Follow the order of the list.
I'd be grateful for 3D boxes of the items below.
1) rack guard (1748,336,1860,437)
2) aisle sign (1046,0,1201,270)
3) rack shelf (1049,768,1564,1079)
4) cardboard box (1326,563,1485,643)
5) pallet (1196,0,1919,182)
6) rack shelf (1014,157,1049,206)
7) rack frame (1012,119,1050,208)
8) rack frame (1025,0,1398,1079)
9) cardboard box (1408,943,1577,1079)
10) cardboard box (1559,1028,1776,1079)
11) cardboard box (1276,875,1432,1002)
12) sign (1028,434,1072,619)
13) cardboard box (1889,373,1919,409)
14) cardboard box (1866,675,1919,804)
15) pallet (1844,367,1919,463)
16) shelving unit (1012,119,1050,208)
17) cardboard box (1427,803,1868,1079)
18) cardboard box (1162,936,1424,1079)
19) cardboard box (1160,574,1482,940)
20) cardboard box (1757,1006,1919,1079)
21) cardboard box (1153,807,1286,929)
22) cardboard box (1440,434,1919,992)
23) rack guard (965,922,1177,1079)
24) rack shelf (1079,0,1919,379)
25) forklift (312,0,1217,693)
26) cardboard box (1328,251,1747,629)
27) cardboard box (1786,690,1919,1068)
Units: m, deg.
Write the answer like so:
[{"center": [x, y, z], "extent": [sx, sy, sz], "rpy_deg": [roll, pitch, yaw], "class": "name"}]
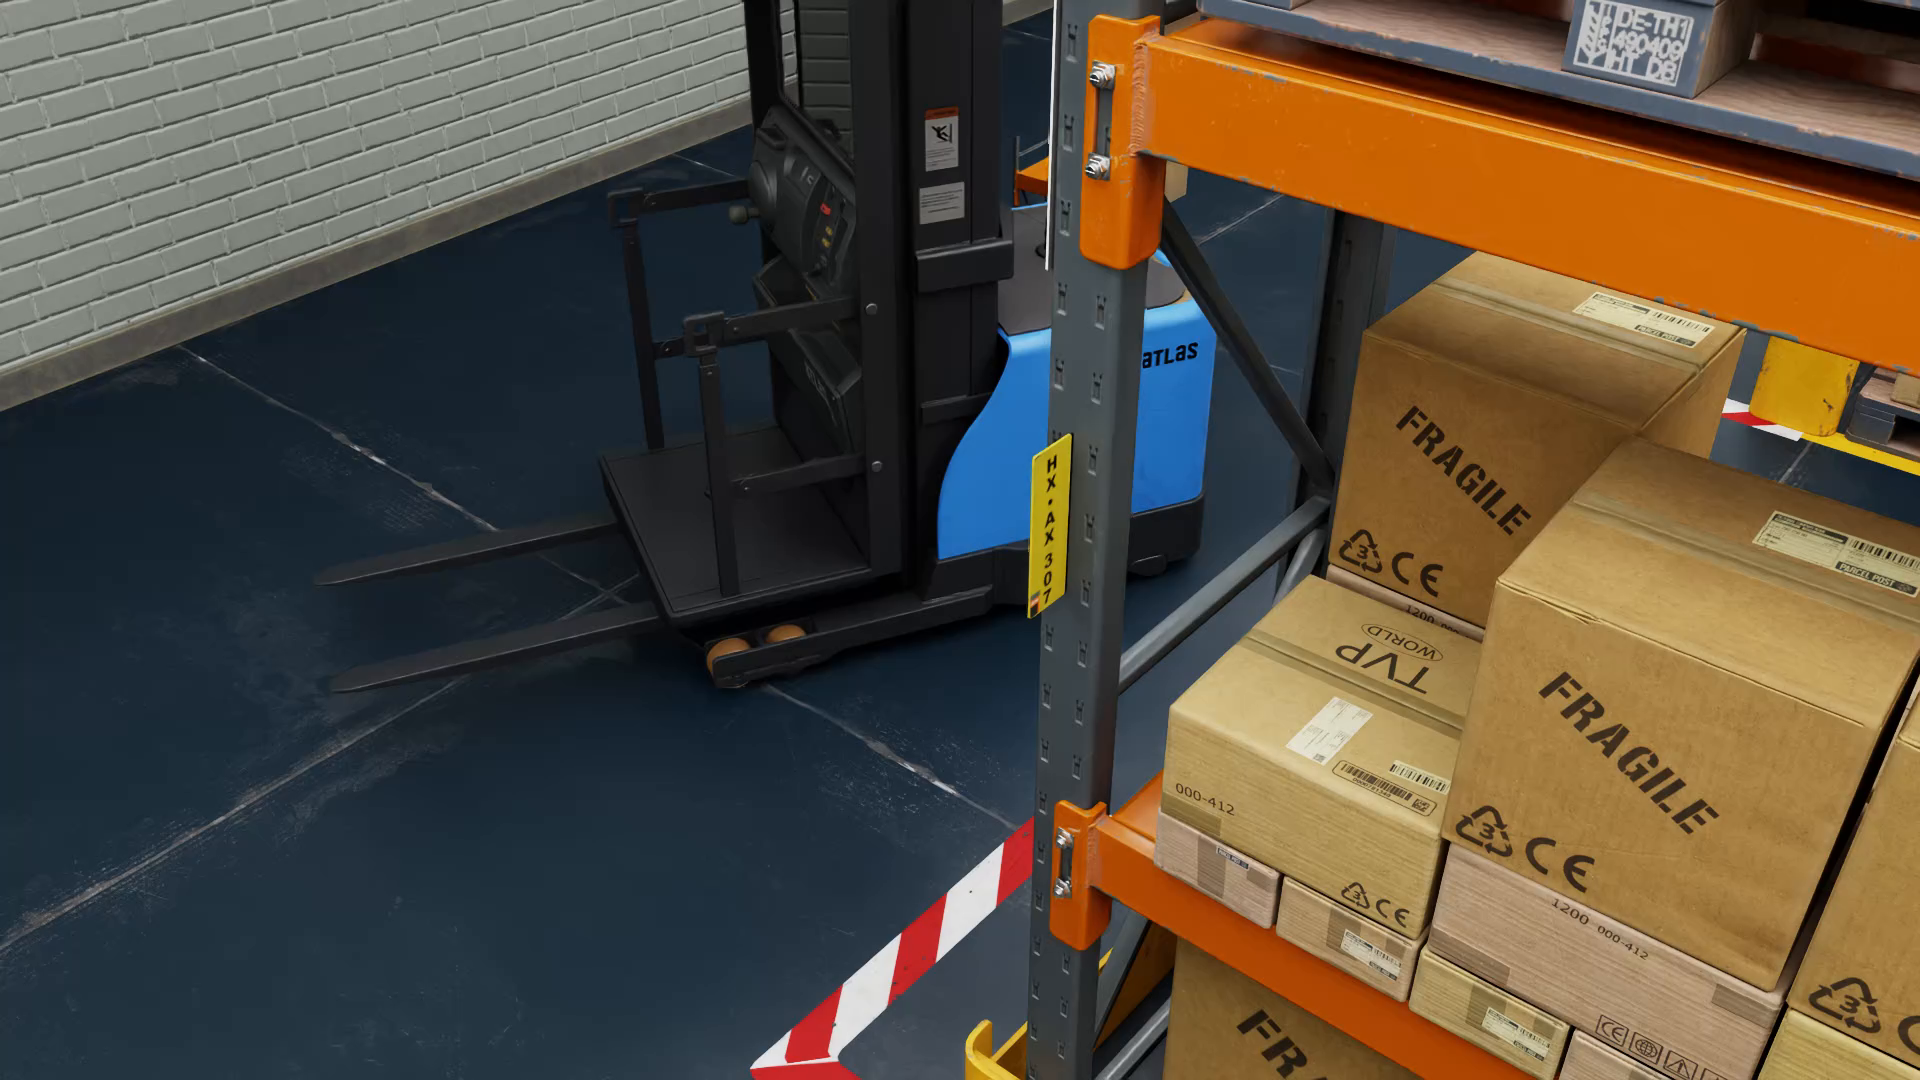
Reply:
[{"center": [3.819, -0.933, 7.167], "extent": [0.348, 0.500, 1.175], "rpy_deg": [25, 42, 32], "class": "rack guard"}, {"center": [0.262, -0.837, 2.522], "extent": [0.004, 0.787, 0.394], "rpy_deg": [25, 42, 32], "class": "aisle sign"}, {"center": [2.047, 1.152, 2.559], "extent": [4.000, 0.370, 1.077], "rpy_deg": [25, 42, 32], "class": "rack shelf"}, {"center": [1.052, 0.130, 3.281], "extent": [0.500, 0.250, 0.500], "rpy_deg": [25, 41, 31], "class": "cardboard box"}, {"center": [1.087, -0.805, 2.201], "extent": [1.213, 0.211, 1.003], "rpy_deg": [25, 42, 32], "class": "pallet"}, {"center": [0.477, -1.348, 6.458], "extent": [0.480, 0.148, 0.258], "rpy_deg": [24, 41, 30], "class": "rack shelf"}, {"center": [0.285, -1.109, 6.804], "extent": [0.015, 1.200, 0.240], "rpy_deg": [24, 41, 30], "class": "rack frame"}, {"center": [0.510, 0.131, 3.410], "extent": [0.127, 3.000, 1.000], "rpy_deg": [25, 42, 32], "class": "rack frame"}, {"center": [0.966, 0.691, 2.816], "extent": [0.250, 0.149, 0.380], "rpy_deg": [24, 41, 31], "class": "cardboard box"}, {"center": [1.168, 0.785, 2.679], "extent": [0.250, 0.149, 0.380], "rpy_deg": [25, 41, 31], "class": "cardboard box"}, {"center": [0.769, 0.599, 2.951], "extent": [0.250, 0.149, 0.380], "rpy_deg": [25, 41, 31], "class": "cardboard box"}, {"center": [0.150, -0.020, 2.794], "extent": [0.005, 0.325, 0.100], "rpy_deg": [25, 42, 32], "class": "sign"}, {"center": [3.959, -0.660, 6.708], "extent": [0.250, 0.149, 0.380], "rpy_deg": [26, 42, 33], "class": "cardboard box"}, {"center": [1.441, 0.314, 3.013], "extent": [0.500, 0.250, 0.500], "rpy_deg": [24, 41, 31], "class": "cardboard box"}, {"center": [4.421, -0.504, 6.797], "extent": [1.213, 0.211, 1.003], "rpy_deg": [25, 42, 32], "class": "pallet"}, {"center": [0.477, -1.024, 6.681], "extent": [0.503, 1.200, 0.258], "rpy_deg": [24, 41, 30], "class": "shelving unit"}, {"center": [1.110, 0.547, 2.674], "extent": [0.500, 0.250, 0.500], "rpy_deg": [25, 41, 31], "class": "cardboard box"}, {"center": [1.053, 1.030, 3.606], "extent": [0.875, 0.875, 0.875], "rpy_deg": [25, 42, 32], "class": "cardboard box"}, {"center": [0.706, 0.361, 2.944], "extent": [0.500, 0.250, 0.500], "rpy_deg": [24, 41, 31], "class": "cardboard box"}, {"center": [1.493, 0.730, 2.407], "extent": [0.500, 0.250, 0.500], "rpy_deg": [24, 41, 30], "class": "cardboard box"}, {"center": [0.571, 0.506, 3.085], "extent": [0.250, 0.149, 0.380], "rpy_deg": [26, 42, 32], "class": "cardboard box"}, {"center": [1.090, 0.233, 2.468], "extent": [0.500, 0.500, 0.500], "rpy_deg": [24, 41, 31], "class": "cardboard box"}, {"center": [0.491, 1.152, 4.130], "extent": [0.348, 0.500, 1.175], "rpy_deg": [25, 42, 32], "class": "rack guard"}, {"center": [2.047, -0.085, 1.710], "extent": [4.000, 0.370, 1.077], "rpy_deg": [25, 42, 32], "class": "rack shelf"}, {"center": [-0.685, -1.054, 5.196], "extent": [3.031, 2.935, 1.130], "rpy_deg": [-13, 37, -18], "class": "forklift"}, {"center": [1.052, -0.177, 3.066], "extent": [0.500, 0.500, 0.500], "rpy_deg": [26, 42, 32], "class": "cardboard box"}, {"center": [1.492, 0.418, 2.199], "extent": [0.500, 0.500, 0.500], "rpy_deg": [24, 41, 31], "class": "cardboard box"}]
